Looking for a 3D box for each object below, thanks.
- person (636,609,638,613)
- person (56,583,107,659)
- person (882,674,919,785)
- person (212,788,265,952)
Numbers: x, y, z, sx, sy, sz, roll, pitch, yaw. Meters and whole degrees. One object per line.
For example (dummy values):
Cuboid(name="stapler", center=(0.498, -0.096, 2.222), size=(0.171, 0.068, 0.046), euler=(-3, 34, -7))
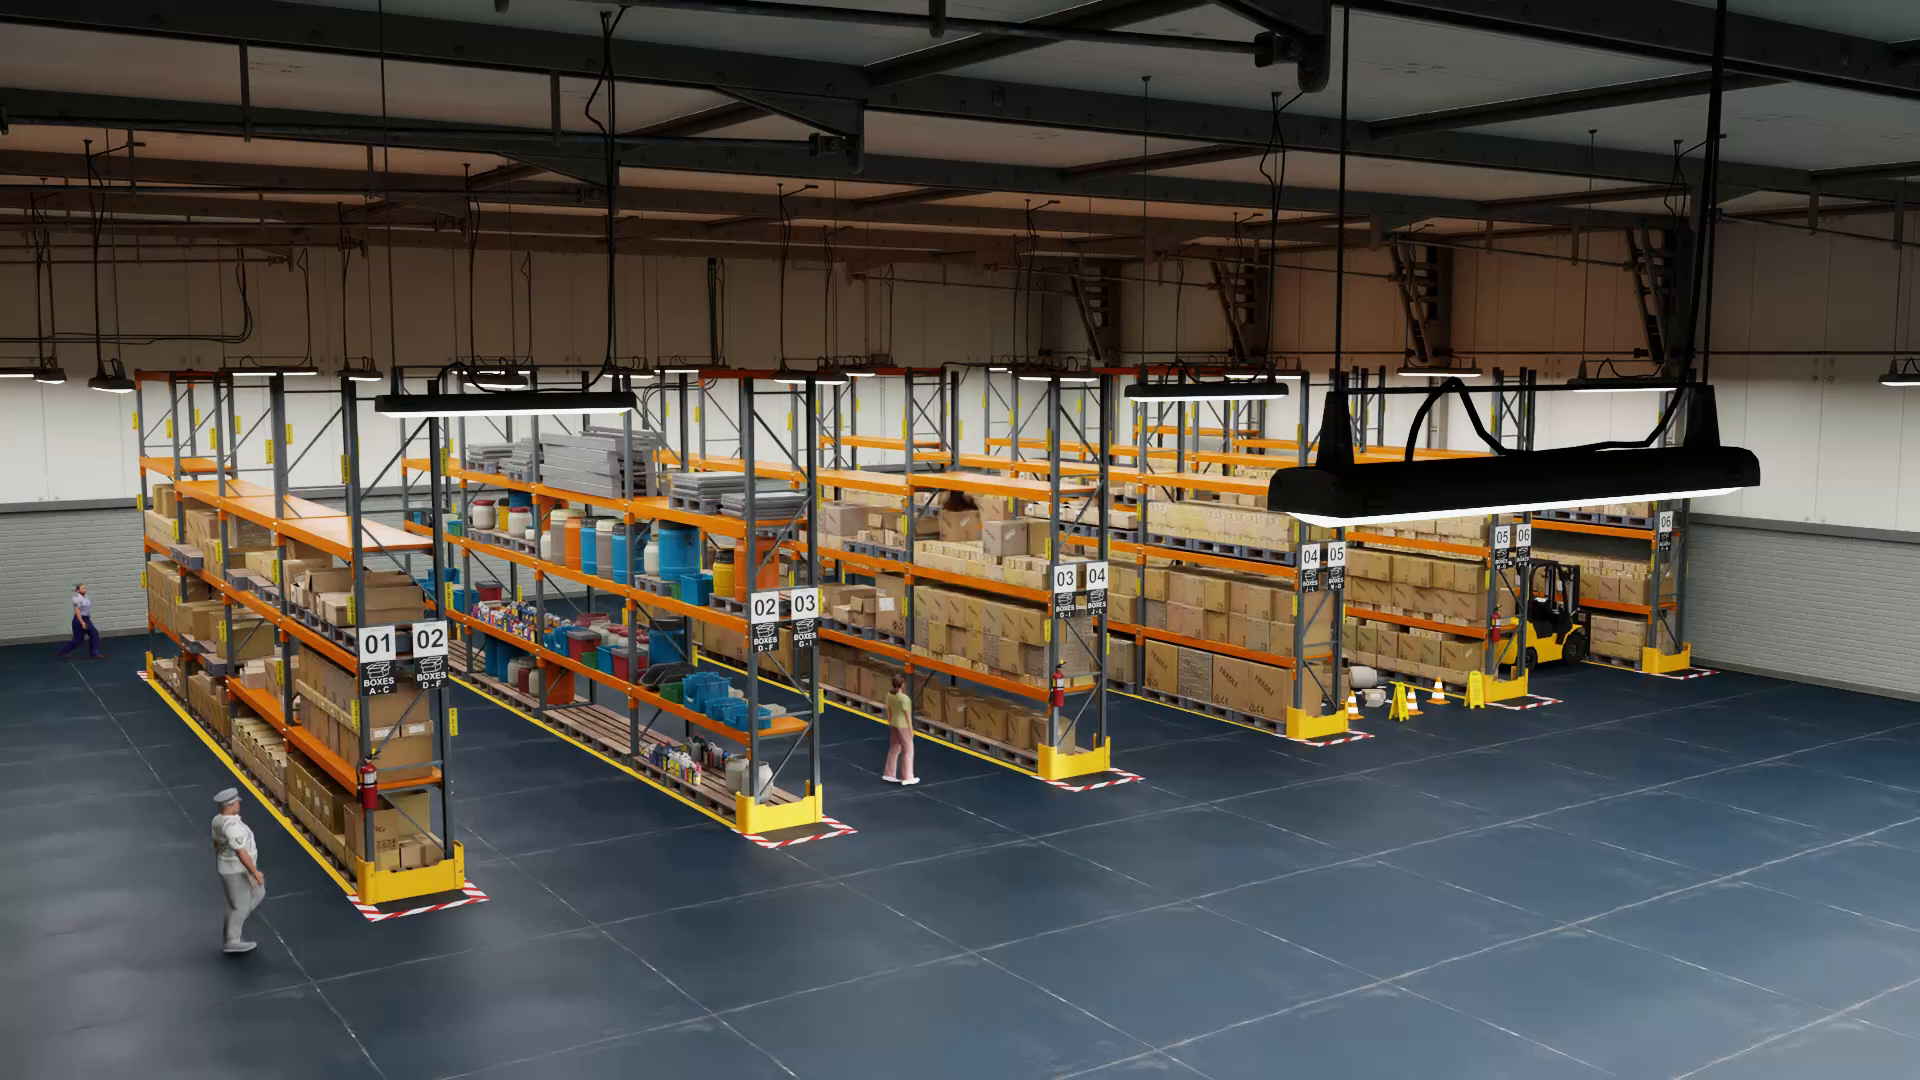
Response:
Cuboid(name="person", center=(-7.501, 0.963, 40.119), size=(0.573, 1.712, 0.838), euler=(3, 7, 27))
Cuboid(name="person", center=(-18.091, 1.679, 34.195), size=(0.875, 1.579, 0.521), euler=(-2, 7, -21))
Cuboid(name="person", center=(-0.856, 2.786, 24.445), size=(0.487, 1.703, 0.522), euler=(-4, 8, -34))
Cuboid(name="person", center=(-7.586, 3.476, 17.500), size=(0.488, 1.775, 0.556), euler=(-3, 7, -23))
